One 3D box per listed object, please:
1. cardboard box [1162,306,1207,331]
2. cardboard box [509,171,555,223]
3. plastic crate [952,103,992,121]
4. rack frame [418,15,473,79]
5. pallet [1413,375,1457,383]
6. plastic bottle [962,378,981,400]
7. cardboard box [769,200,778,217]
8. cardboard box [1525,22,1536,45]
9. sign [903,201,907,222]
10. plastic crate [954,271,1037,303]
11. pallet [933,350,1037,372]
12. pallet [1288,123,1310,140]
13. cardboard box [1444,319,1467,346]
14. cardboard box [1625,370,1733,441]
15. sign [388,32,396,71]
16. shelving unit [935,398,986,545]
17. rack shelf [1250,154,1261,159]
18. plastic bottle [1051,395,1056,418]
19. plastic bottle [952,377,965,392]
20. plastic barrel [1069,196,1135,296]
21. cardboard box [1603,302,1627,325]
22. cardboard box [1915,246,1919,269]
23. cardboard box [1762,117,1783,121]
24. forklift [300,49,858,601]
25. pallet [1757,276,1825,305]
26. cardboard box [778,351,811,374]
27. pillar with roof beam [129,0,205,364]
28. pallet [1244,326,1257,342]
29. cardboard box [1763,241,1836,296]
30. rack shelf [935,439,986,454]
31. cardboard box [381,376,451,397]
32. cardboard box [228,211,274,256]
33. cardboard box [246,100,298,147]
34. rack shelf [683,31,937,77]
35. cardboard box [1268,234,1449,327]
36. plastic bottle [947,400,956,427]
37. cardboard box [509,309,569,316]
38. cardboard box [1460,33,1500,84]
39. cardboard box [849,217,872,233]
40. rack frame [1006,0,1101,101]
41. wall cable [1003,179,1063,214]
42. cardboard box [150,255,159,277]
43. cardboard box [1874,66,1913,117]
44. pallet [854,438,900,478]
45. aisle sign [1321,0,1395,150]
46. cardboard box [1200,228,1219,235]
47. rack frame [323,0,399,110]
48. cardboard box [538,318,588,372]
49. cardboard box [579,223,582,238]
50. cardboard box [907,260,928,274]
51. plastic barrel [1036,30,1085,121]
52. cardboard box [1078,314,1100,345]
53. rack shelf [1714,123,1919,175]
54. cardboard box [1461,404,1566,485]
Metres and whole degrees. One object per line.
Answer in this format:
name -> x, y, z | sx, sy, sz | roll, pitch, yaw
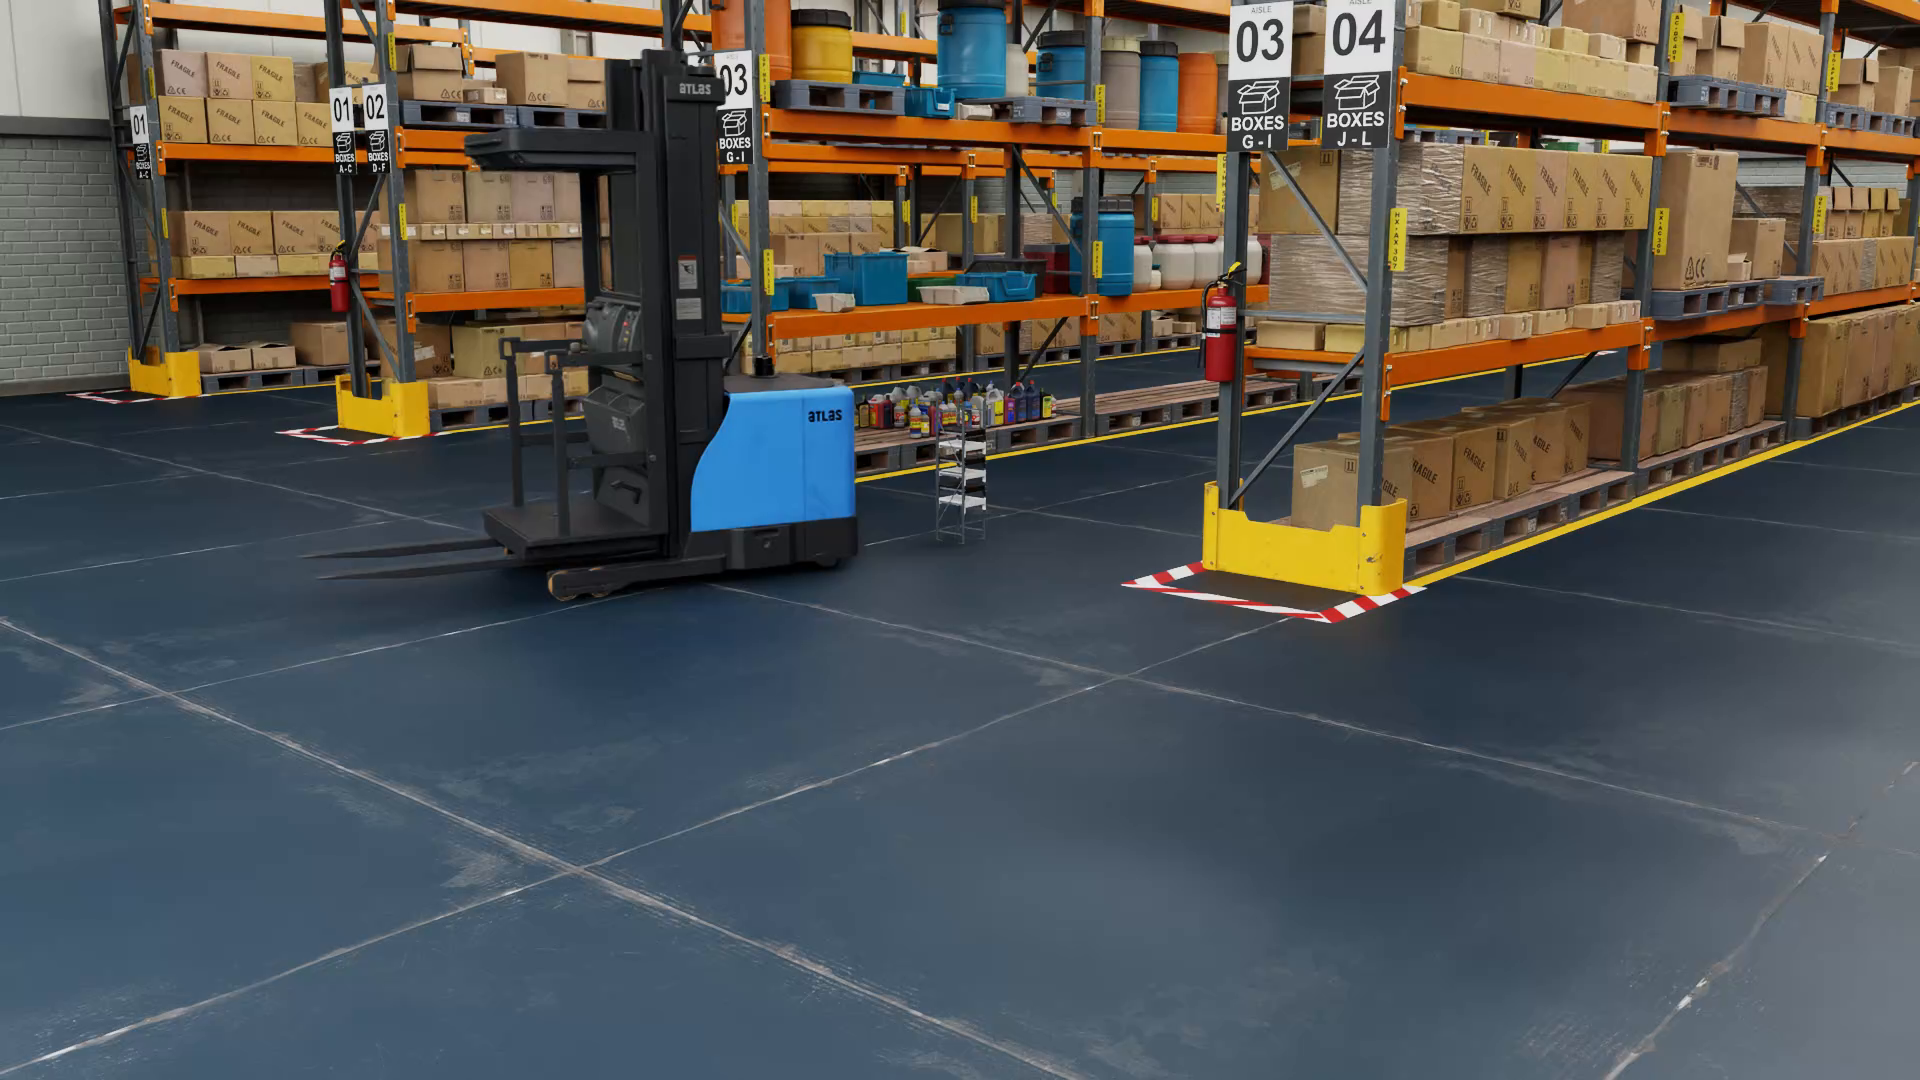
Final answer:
cardboard box -> 3.637, -3.561, 26.134 | 0.797, 0.503, 0.637 | 10, 15, 40
cardboard box -> -4.493, -3.440, 16.707 | 0.700, 0.500, 0.500 | 10, 15, 41
plastic crate -> 0.082, -3.528, 13.731 | 0.243, 0.136, 0.396 | 10, 15, 40
rack frame -> -6.604, -6.698, 21.269 | 1.000, 3.000, 0.127 | 10, 15, 40
pallet -> 5.578, -2.176, 21.068 | 1.003, 0.211, 1.213 | 10, 15, 40
plastic bottle -> 0.102, -1.308, 15.241 | 0.144, 0.351, 0.185 | 10, 15, 40
cardboard box -> -3.116, -5.029, 25.253 | 0.500, 0.250, 0.500 | 9, 15, 40
cardboard box -> 3.288, -3.079, 10.176 | 0.380, 0.149, 0.250 | 10, 15, 40
sign -> -0.909, -5.393, 27.300 | 0.100, 0.325, 0.005 | 10, 15, 40
plastic crate -> 0.312, -2.204, 14.467 | 0.499, 0.251, 0.616 | 10, 15, 40
pallet -> 0.281, -2.442, 22.398 | 1.003, 0.211, 1.213 | 10, 15, 40
pallet -> 4.057, -4.542, 18.615 | 1.003, 0.211, 1.213 | 10, 15, 40
cardboard box -> 2.791, -1.242, 9.915 | 0.380, 0.149, 0.250 | 10, 15, 40
cardboard box -> 6.046, -1.144, 14.040 | 0.500, 0.500, 0.700 | -11, 15, -43
sign -> -5.108, -4.393, 14.955 | 0.100, 0.325, 0.005 | 10, 15, 40
shelving unit -> 0.005, -0.442, 10.629 | 0.258, 0.900, 0.210 | 10, 15, 40
rack shelf -> 4.799, -4.476, 19.640 | 1.077, 0.370, 4.000 | 10, 15, 40
plastic bottle -> 0.833, -1.225, 15.206 | 0.097, 0.201, 0.097 | 0, 11, 0
plastic bottle -> -0.006, -1.326, 15.334 | 0.144, 0.351, 0.185 | 10, 15, 42
plastic barrel -> 1.321, -2.738, 15.483 | 0.600, 0.901, 0.708 | 10, 15, 40
cardboard box -> 4.465, -1.606, 11.735 | 0.380, 0.149, 0.250 | 10, 15, 40
cardboard box -> 10.346, -3.119, 18.292 | 0.500, 0.250, 0.500 | 9, 15, 39
cardboard box -> 6.419, -3.570, 13.653 | 0.500, 0.250, 0.500 | 10, 15, 42
forklift -> -2.149, -1.222, 9.346 | 3.031, 2.935, 1.130 | -6, 13, -28
pallet -> 6.809, -2.210, 14.609 | 1.213, 0.211, 1.003 | 10, 15, 40
cardboard box -> -2.089, -2.076, 19.393 | 0.500, 0.250, 0.500 | 10, 15, 42
pillar with roof beam -> -6.198, -5.767, 16.611 | 9.100, 9.000, 0.400 | 10, 15, 40
pallet -> 4.465, -3.385, 27.121 | 1.003, 0.211, 1.213 | 10, 15, 40
cardboard box -> 7.724, -2.508, 15.356 | 0.500, 0.500, 0.500 | 10, 15, 42
rack shelf -> 0.005, -0.586, 10.600 | 0.258, 0.077, 0.200 | 10, 15, 40
cardboard box -> -5.389, -1.502, 16.521 | 0.500, 0.250, 0.500 | 10, 15, 40
cardboard box -> -8.370, -3.574, 19.364 | 0.500, 0.500, 0.500 | 10, 15, 41
cardboard box -> -8.115, -4.865, 19.447 | 0.500, 0.500, 0.500 | 11, 16, 43
rack shelf -> -1.560, -5.803, 19.648 | 1.077, 0.370, 4.000 | 10, 15, 40
cardboard box -> 2.302, -1.518, 9.639 | 0.875, 0.500, 0.500 | 10, 15, 40
plastic bottle -> -0.079, -1.056, 14.181 | 0.097, 0.271, 0.097 | 0, 11, 0
cardboard box -> -5.827, -2.939, 23.024 | 0.700, 0.500, 0.500 | 9, 15, 39
cardboard box -> 2.766, -2.757, 9.583 | 0.500, 0.250, 0.500 | 9, 15, 39
cardboard box -> -1.768, -4.961, 26.823 | 0.500, 0.500, 0.500 | 10, 15, 41
rack frame -> 0.838, -5.417, 14.856 | 1.000, 3.000, 0.127 | 10, 15, 40
wall cable -> 1.452, -6.330, 32.152 | 0.084, 1.984, 1.851 | 10, 15, 40
cardboard box -> -9.081, -3.197, 19.393 | 0.500, 0.250, 0.500 | 10, 15, 41
cardboard box -> 9.464, -4.651, 17.352 | 0.700, 0.500, 0.500 | 10, 15, 42
pallet -> -1.247, -0.655, 13.452 | 1.003, 0.211, 1.213 | 10, 15, 40
aisle sign -> 2.103, -2.473, 8.796 | 0.394, 0.787, 0.004 | 10, 15, 40
cardboard box -> 3.609, -4.531, 25.481 | 0.500, 0.500, 0.500 | 10, 15, 40
rack frame -> -5.521, -5.469, 15.119 | 1.000, 3.000, 0.127 | 10, 15, 40
cardboard box -> -4.007, -2.023, 17.215 | 0.500, 0.500, 0.500 | 10, 15, 40
cardboard box -> -3.911, -3.189, 17.108 | 0.380, 0.149, 0.250 | 10, 15, 42
cardboard box -> -0.626, -3.413, 20.782 | 0.380, 0.149, 0.250 | 10, 15, 40
plastic barrel -> 1.011, -4.294, 15.616 | 0.600, 0.901, 0.708 | 10, 15, 40
cardboard box -> 1.626, -3.028, 23.471 | 0.500, 0.500, 0.500 | 10, 15, 41
rack shelf -> 8.519, -3.835, 16.434 | 1.077, 0.370, 4.000 | 10, 15, 40
cardboard box -> 3.892, -0.676, 11.745 | 0.500, 0.500, 0.500 | -7, 13, -30
